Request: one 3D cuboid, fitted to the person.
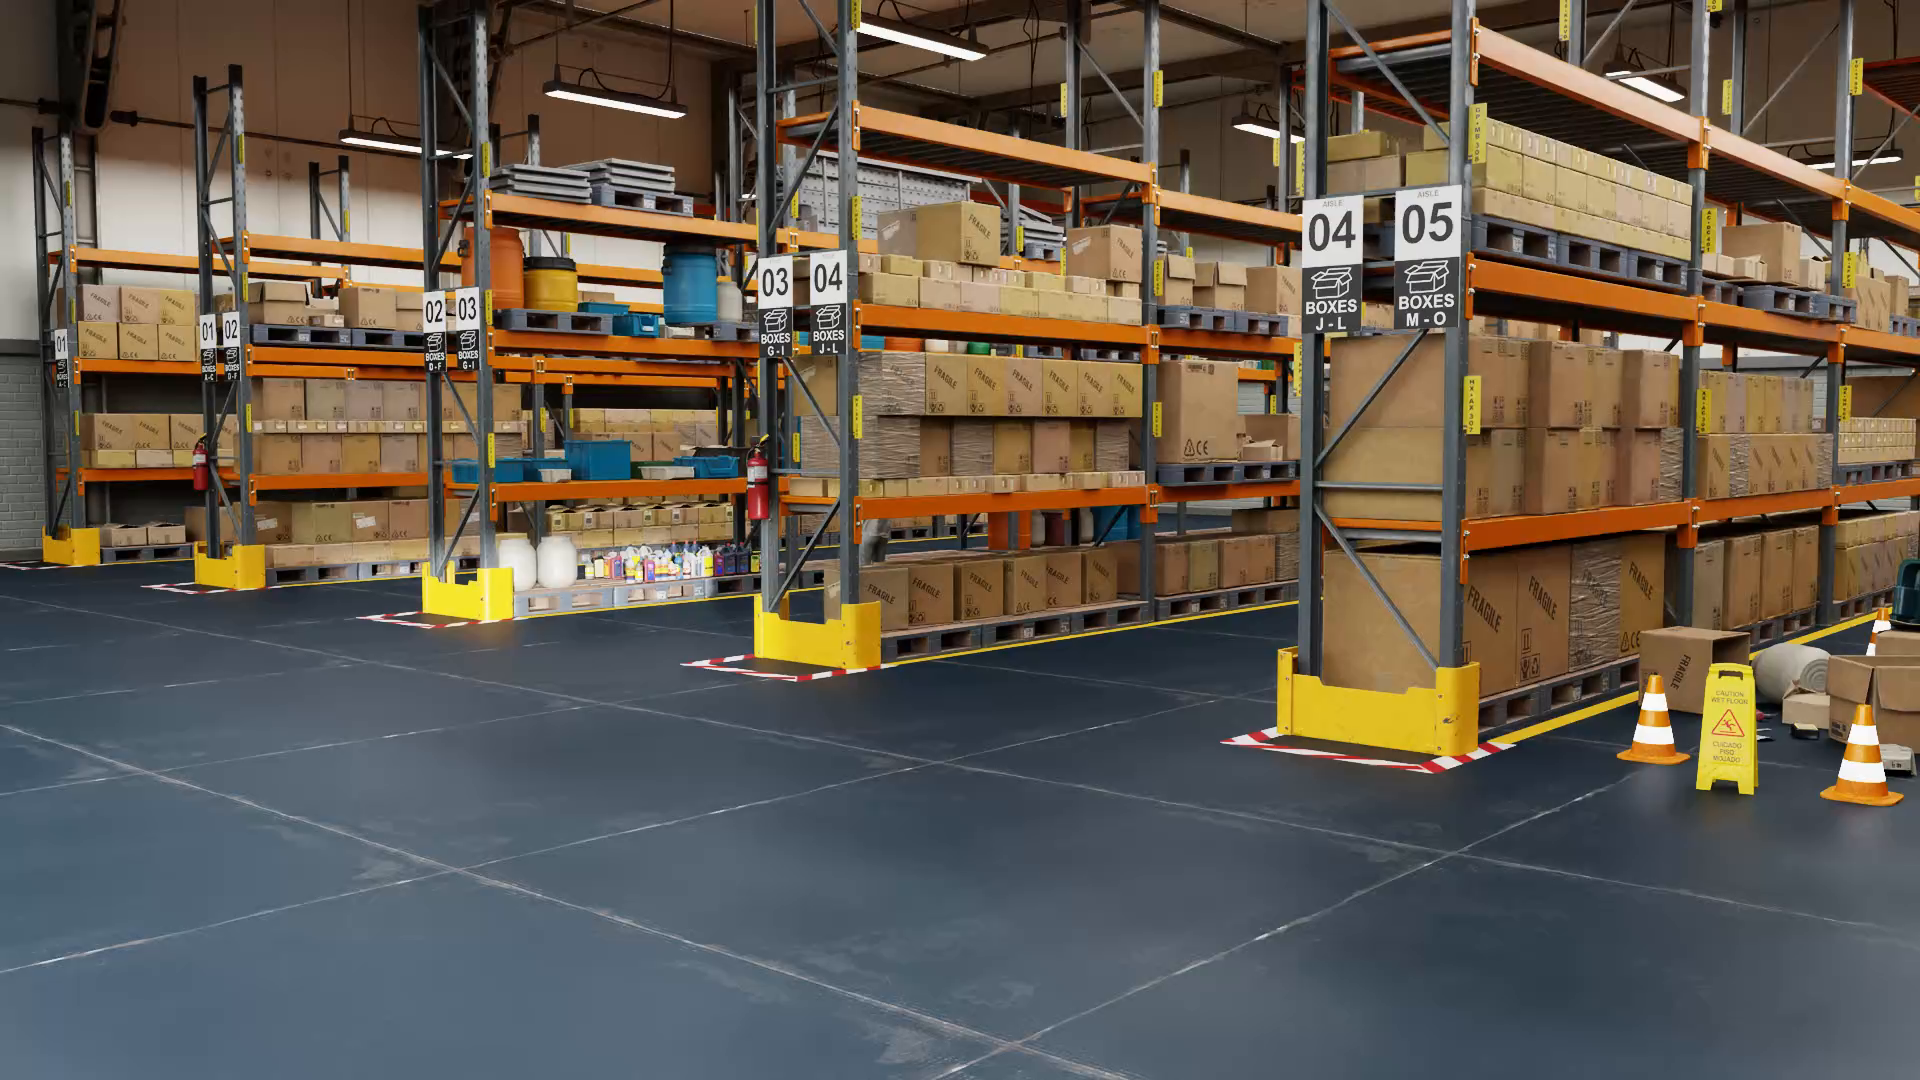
[{"bbox_3d":[5.540,-2.717,23.466,24.600,6.000,19.576,3,5,39],"label":"person"}]
